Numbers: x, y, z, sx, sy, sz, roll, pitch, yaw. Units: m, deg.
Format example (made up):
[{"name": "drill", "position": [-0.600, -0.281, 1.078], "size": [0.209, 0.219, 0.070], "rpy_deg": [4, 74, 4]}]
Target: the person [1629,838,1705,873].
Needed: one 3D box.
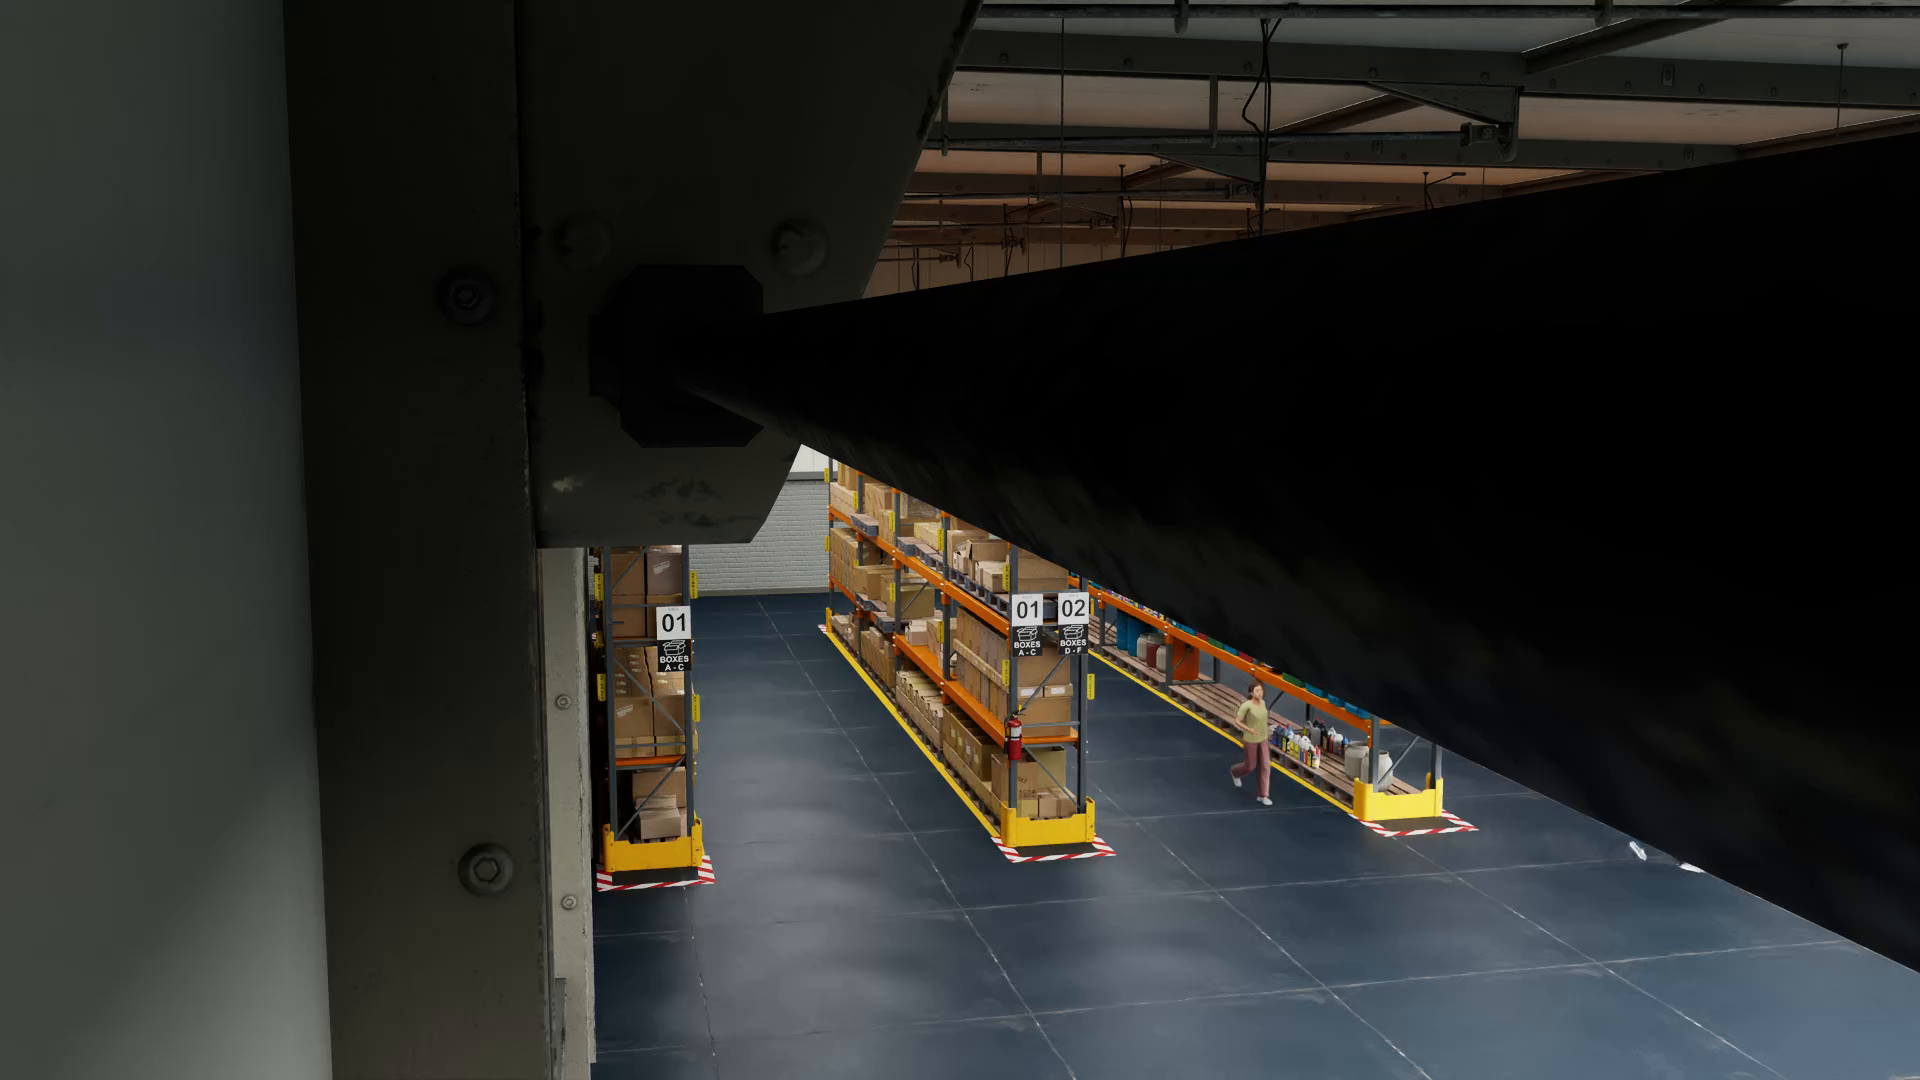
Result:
[{"name": "person", "position": [8.490, 3.178, 19.901], "size": [0.860, 1.587, 0.537], "rpy_deg": [2, 7, 17]}]

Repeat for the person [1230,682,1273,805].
[{"name": "person", "position": [4.069, 2.784, 23.055], "size": [0.578, 1.651, 0.913], "rpy_deg": [-3, 7, -25]}]
